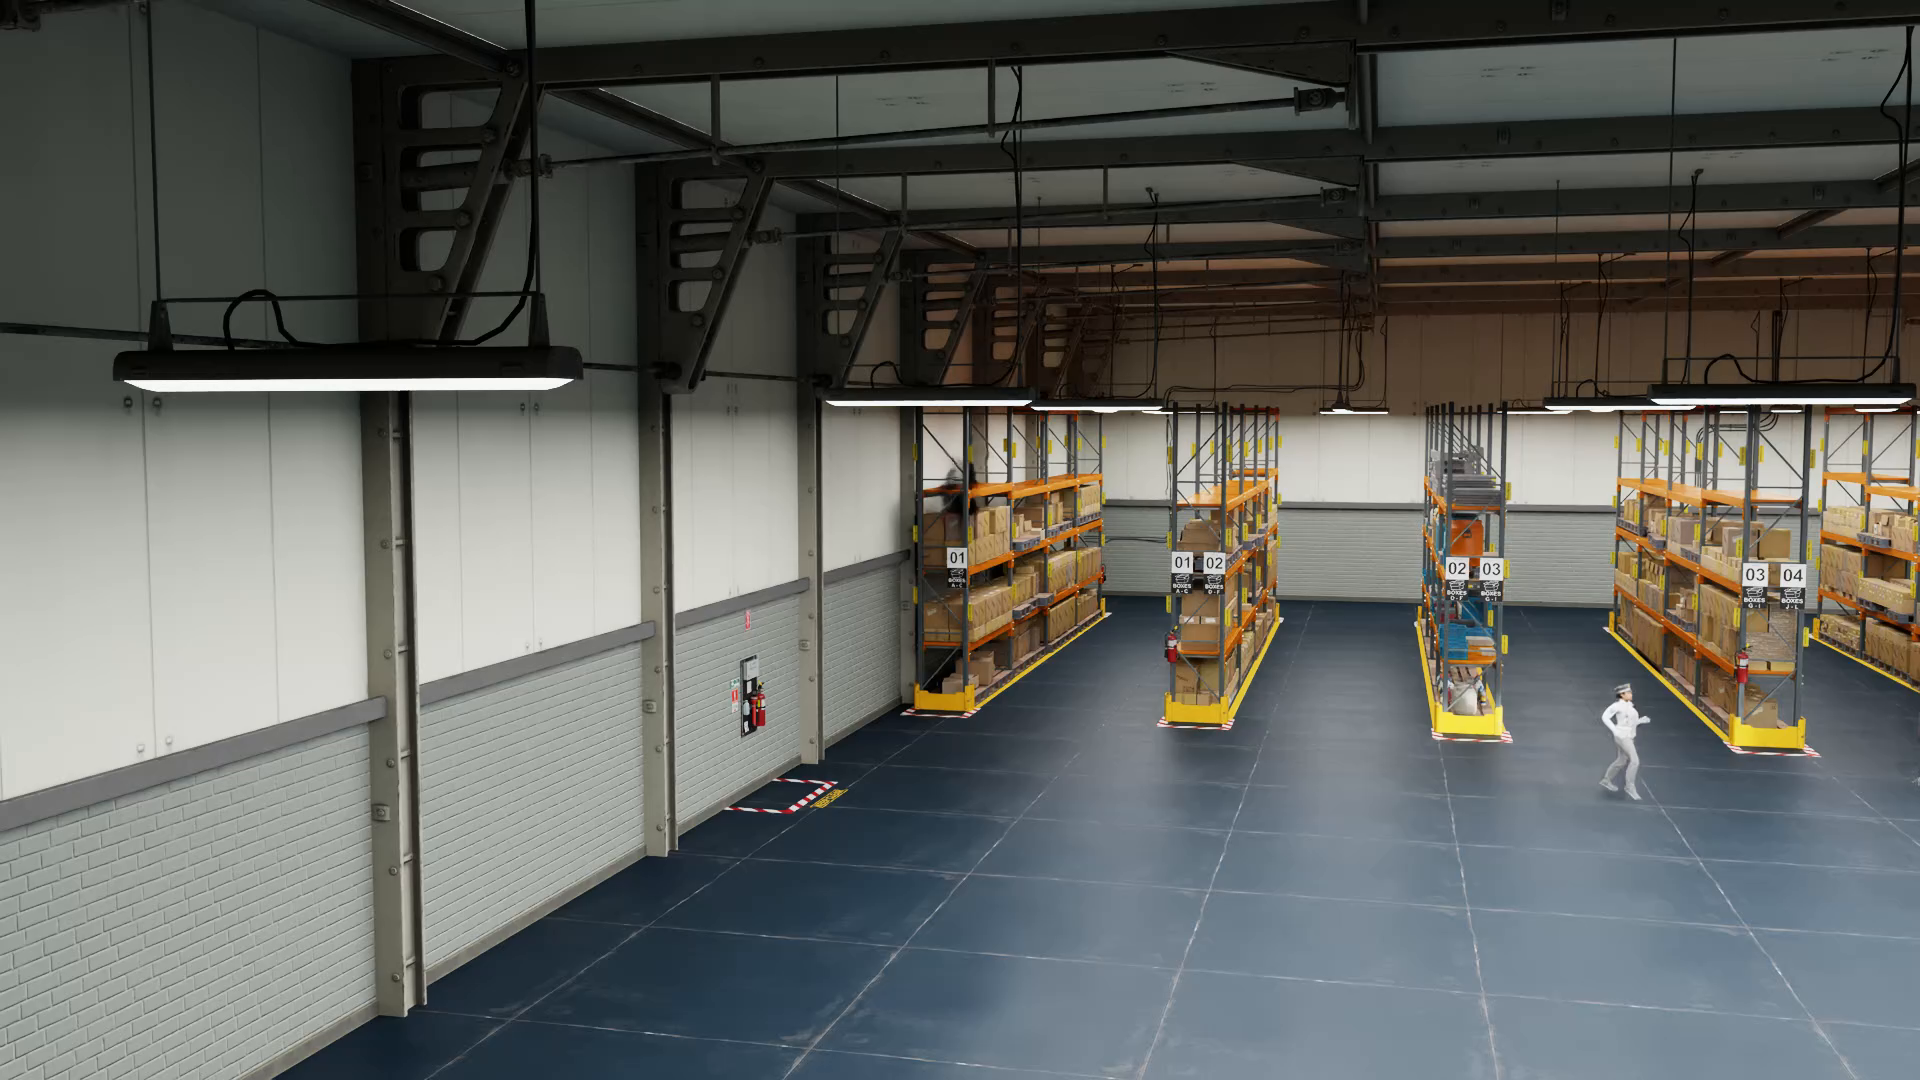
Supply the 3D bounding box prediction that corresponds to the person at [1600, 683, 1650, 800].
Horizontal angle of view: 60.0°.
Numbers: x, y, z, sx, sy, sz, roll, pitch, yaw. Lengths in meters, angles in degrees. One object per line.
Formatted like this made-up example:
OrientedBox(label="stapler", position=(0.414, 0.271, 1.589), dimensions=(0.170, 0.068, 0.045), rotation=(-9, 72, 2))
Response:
OrientedBox(label="person", position=(10.019, 3.024, 25.084), dimensions=(0.709, 1.752, 0.593), rotation=(4, 6, 40))
